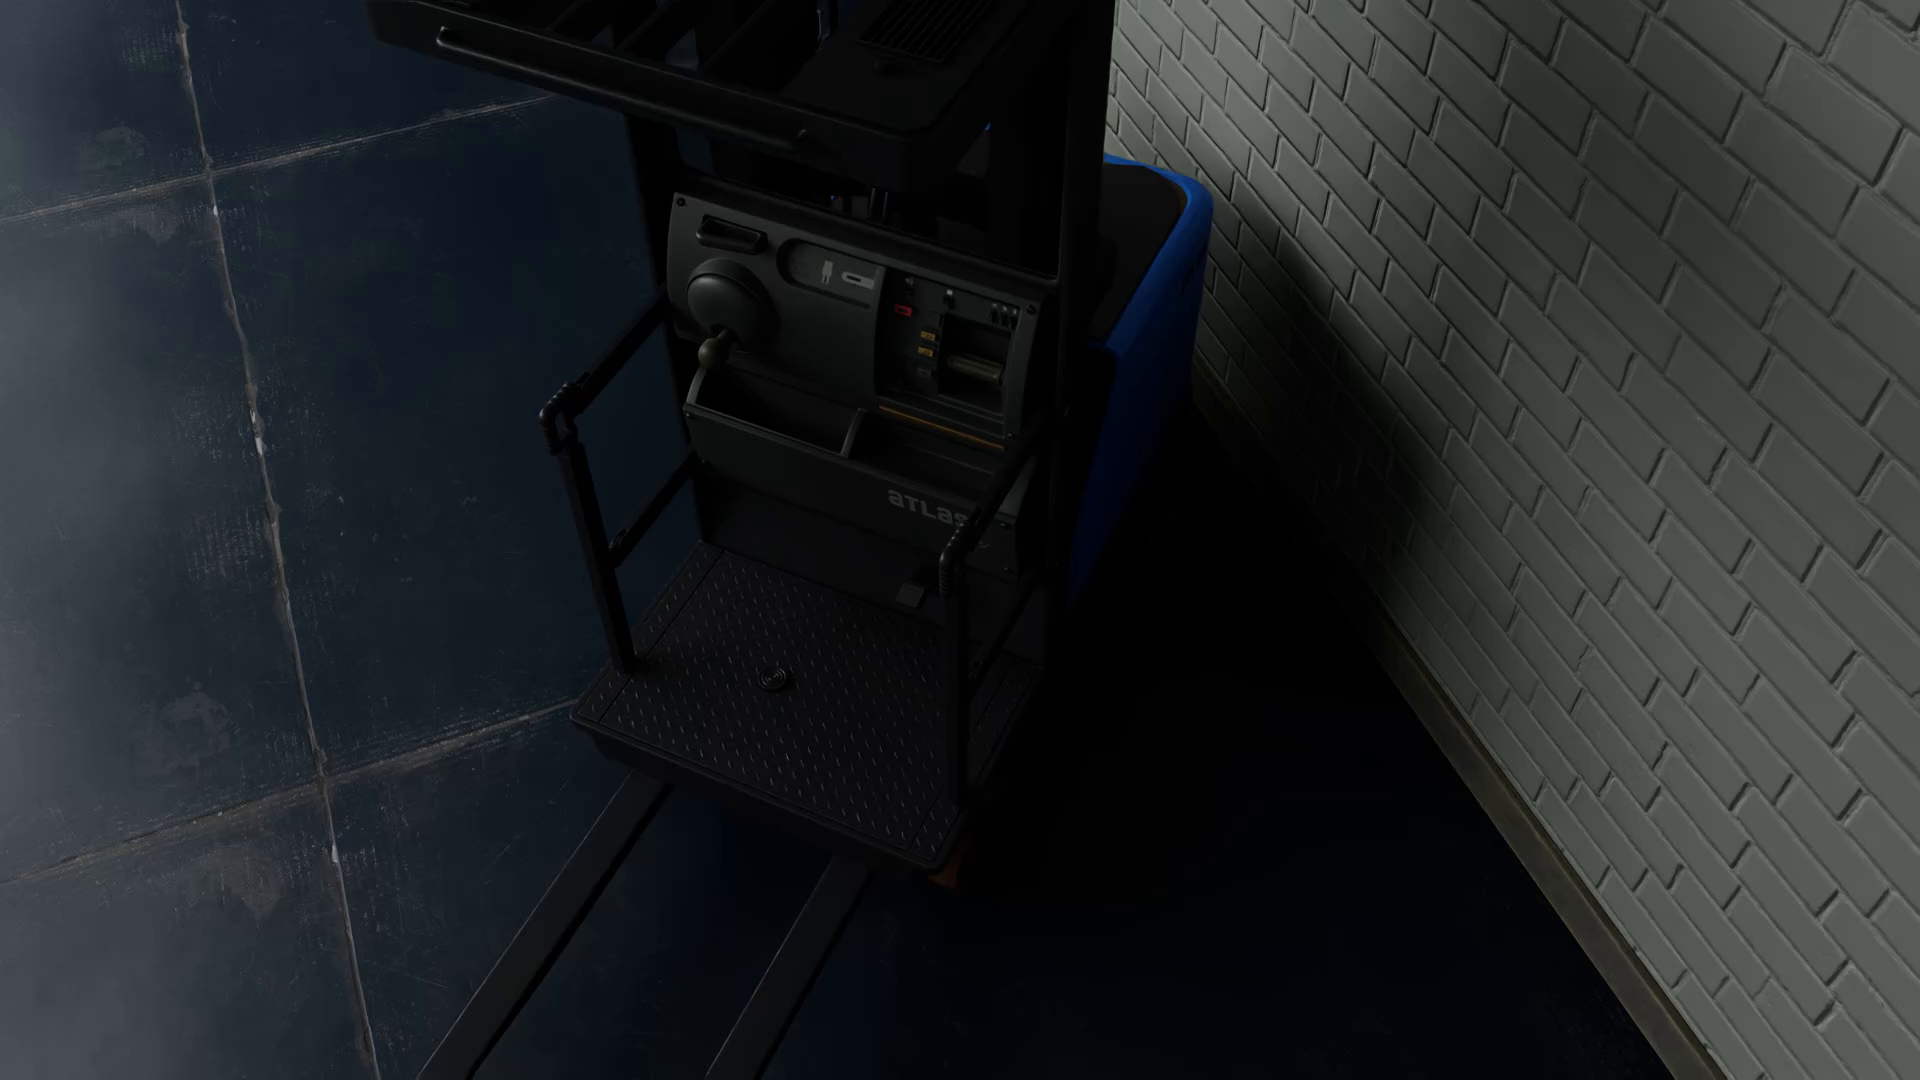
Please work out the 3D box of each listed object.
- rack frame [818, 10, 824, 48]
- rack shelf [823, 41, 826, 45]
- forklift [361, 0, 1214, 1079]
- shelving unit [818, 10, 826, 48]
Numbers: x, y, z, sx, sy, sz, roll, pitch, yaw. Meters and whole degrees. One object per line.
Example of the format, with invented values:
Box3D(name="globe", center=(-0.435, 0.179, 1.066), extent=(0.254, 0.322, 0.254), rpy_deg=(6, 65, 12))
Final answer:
Box3D(name="rack frame", center=(-0.434, -1.128, 5.428), extent=(0.015, 1.200, 0.240), rpy_deg=(2, 49, 1))
Box3D(name="rack shelf", center=(-0.190, -1.393, 5.107), extent=(0.480, 0.148, 0.258), rpy_deg=(2, 49, 1))
Box3D(name="forklift", center=(-0.345, -0.410, 3.670), extent=(1.130, 2.935, 3.031), rpy_deg=(19, 52, 16))
Box3D(name="shelving unit", center=(-0.190, -1.121, 5.422), extent=(0.503, 1.200, 0.258), rpy_deg=(2, 49, 1))
